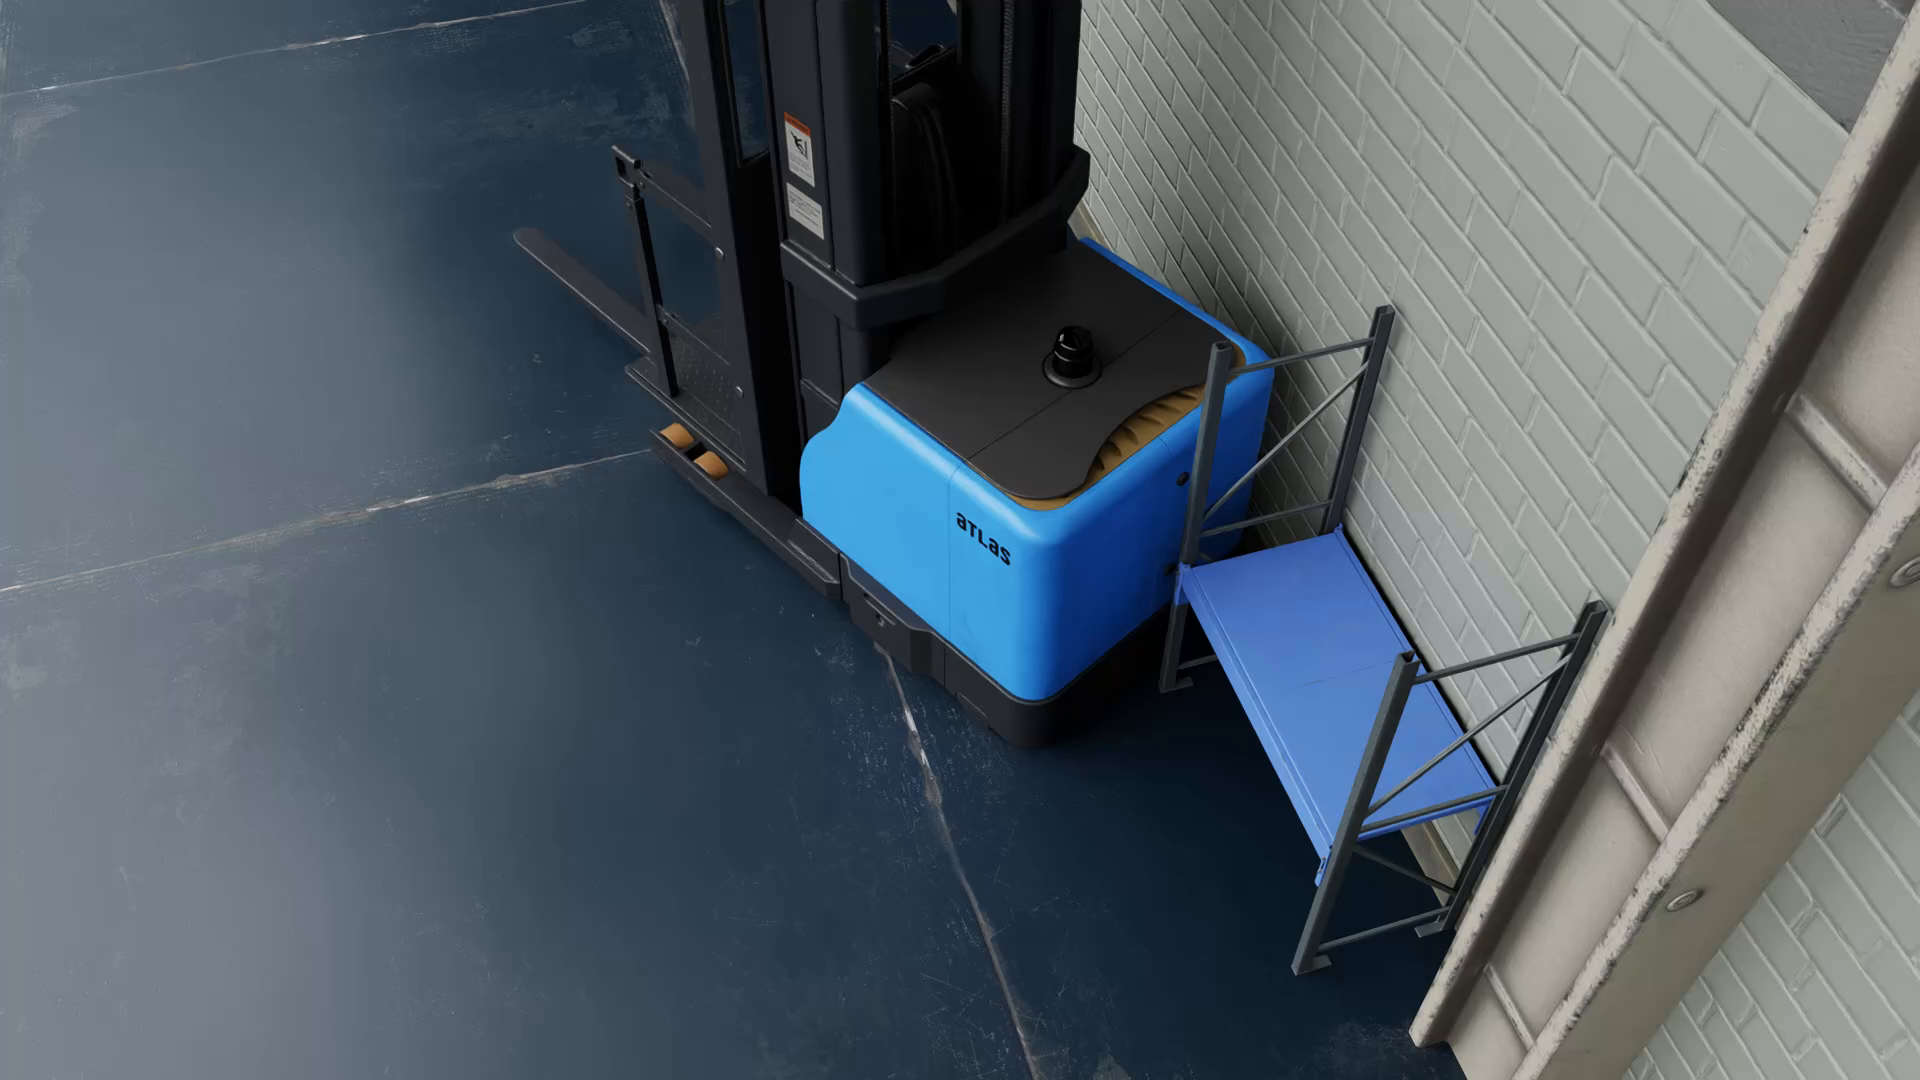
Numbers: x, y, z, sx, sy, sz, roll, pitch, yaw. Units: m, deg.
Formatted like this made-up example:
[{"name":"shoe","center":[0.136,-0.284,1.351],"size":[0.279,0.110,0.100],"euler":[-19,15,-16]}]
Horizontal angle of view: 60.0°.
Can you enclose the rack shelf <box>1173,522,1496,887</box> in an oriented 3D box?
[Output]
[{"name":"rack shelf","center":[1.033,0.428,4.644],"size":[0.538,0.185,1.000],"euler":[-13,51,-11]}]

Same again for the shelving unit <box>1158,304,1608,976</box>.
[{"name":"shelving unit","center":[1.033,0.312,4.506],"size":[0.538,1.500,1.048],"euler":[-13,51,-11]}]

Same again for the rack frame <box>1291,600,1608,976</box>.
[{"name":"rack frame","center":[1.184,0.683,4.193],"size":[0.500,1.500,0.032],"euler":[-13,51,-11]}]

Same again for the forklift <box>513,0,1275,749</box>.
[{"name":"forklift","center":[-0.453,-1.335,4.958],"size":[1.130,2.935,3.031],"euler":[-36,59,-26]}]

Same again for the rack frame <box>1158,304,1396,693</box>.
[{"name":"rack frame","center":[0.881,-0.059,4.819],"size":[0.500,1.500,0.032],"euler":[-13,51,-11]}]

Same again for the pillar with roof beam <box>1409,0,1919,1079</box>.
[{"name":"pillar with roof beam","center":[-2.666,-0.462,0.254],"size":[9.100,9.000,0.400],"euler":[-13,51,-11]}]
